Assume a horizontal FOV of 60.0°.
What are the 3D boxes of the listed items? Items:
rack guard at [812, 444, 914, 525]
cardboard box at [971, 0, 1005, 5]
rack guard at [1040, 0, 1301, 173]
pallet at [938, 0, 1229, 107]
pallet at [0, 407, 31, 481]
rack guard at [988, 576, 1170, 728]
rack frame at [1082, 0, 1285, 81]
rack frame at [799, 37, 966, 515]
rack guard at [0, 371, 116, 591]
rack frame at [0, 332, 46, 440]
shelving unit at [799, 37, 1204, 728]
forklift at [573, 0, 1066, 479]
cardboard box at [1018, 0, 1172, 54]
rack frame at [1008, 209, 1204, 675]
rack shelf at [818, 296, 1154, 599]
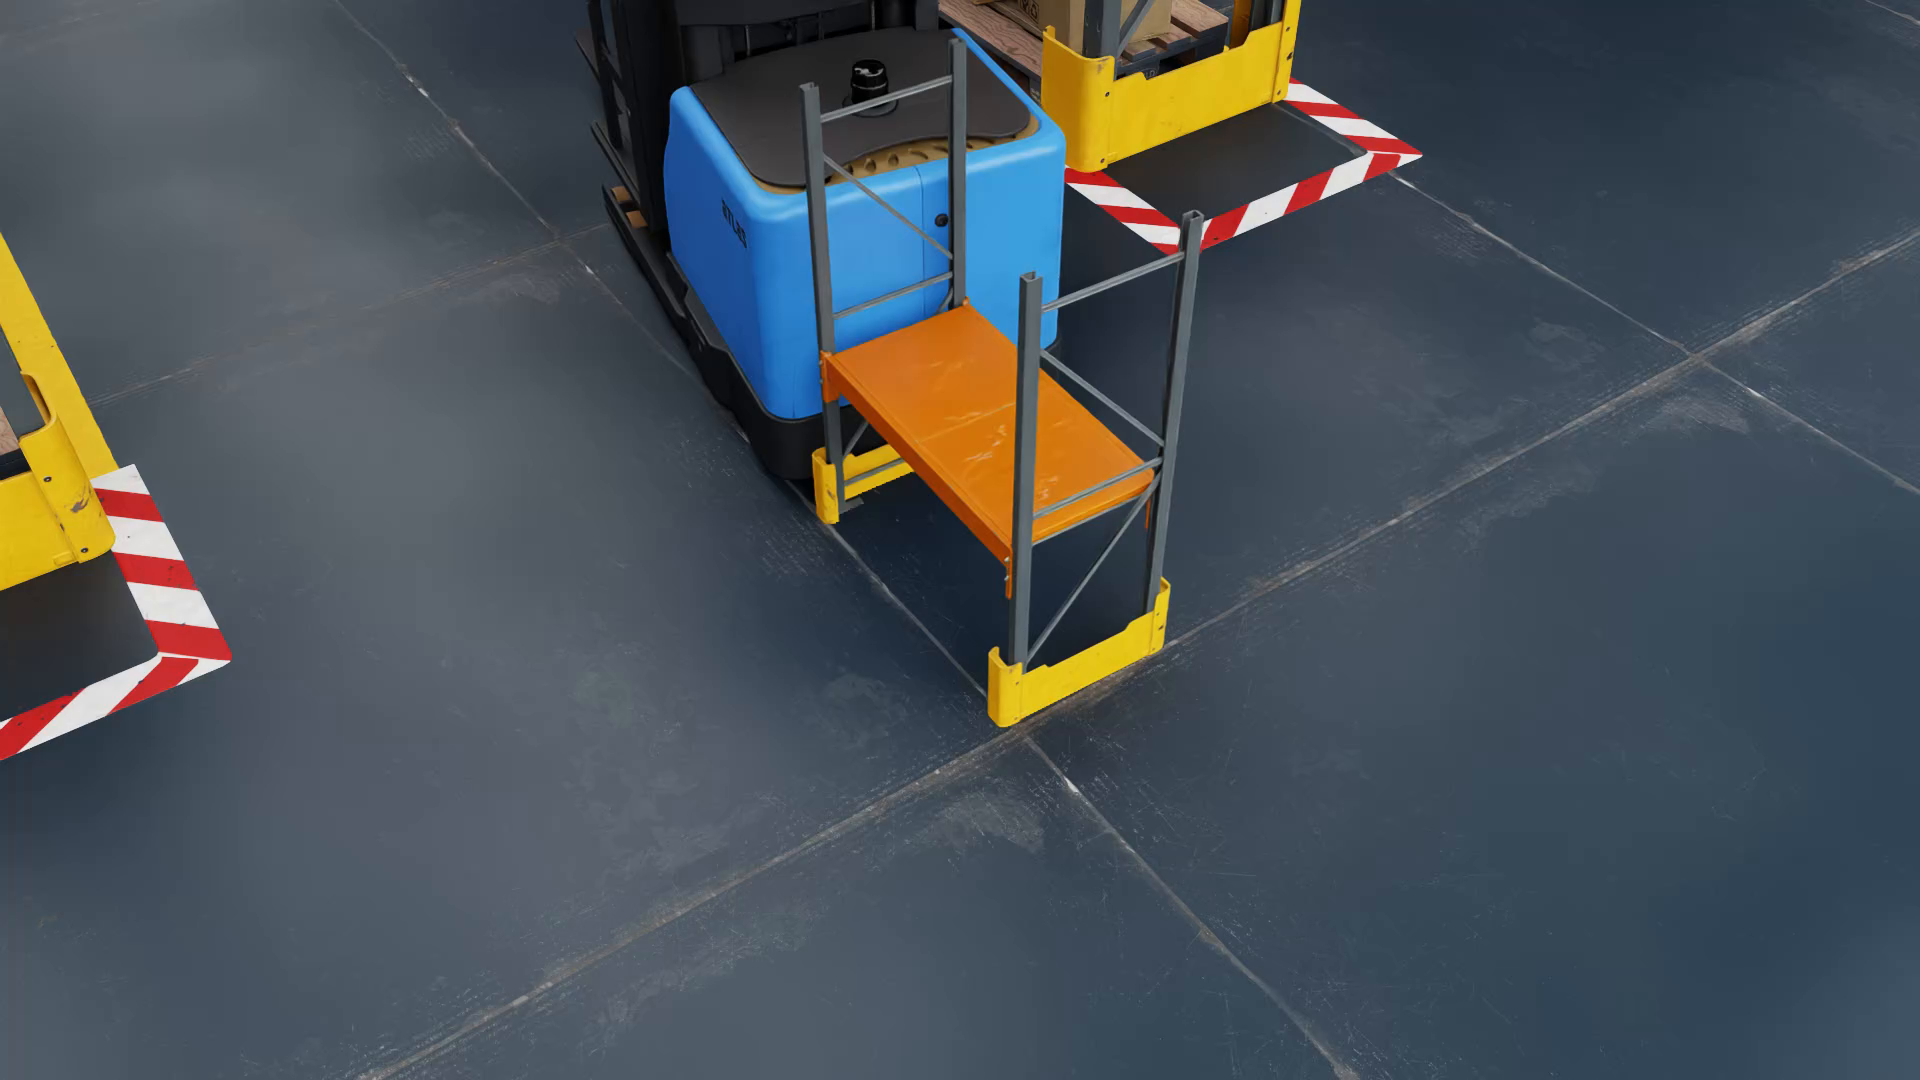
[{"bbox_3d":[-0.200,-0.266,5.348,0.587,0.250,0.087,-24,49,-23],"label":"rack guard"},{"bbox_3d":[0.215,-2.793,7.510,0.500,0.500,0.500,-14,45,-14],"label":"cardboard box"},{"bbox_3d":[0.885,-1.999,6.982,1.175,0.500,0.348,-26,49,-24],"label":"rack guard"},{"bbox_3d":[0.450,-2.369,7.579,1.003,0.211,1.213,-26,49,-24],"label":"pallet"},{"bbox_3d":[-3.676,-0.382,5.497,1.003,0.211,1.213,-26,49,-24],"label":"pallet"},{"bbox_3d":[0.340,0.312,4.742,0.587,0.250,0.087,-24,49,-23],"label":"rack guard"},{"bbox_3d":[0.929,-2.860,6.074,1.000,3.000,0.127,-26,49,-24],"label":"rack frame"},{"bbox_3d":[-0.200,-0.719,4.917,0.500,1.500,0.032,-24,49,-23],"label":"rack frame"},{"bbox_3d":[-3.216,-0.024,4.913,1.175,0.500,0.348,-26,49,-24],"label":"rack guard"},{"bbox_3d":[-3.134,-0.904,4.024,1.000,3.000,0.127,-26,49,-24],"label":"rack frame"},{"bbox_3d":[0.070,-0.429,4.614,0.587,1.500,1.083,-24,49,-23],"label":"shelving unit"},{"bbox_3d":[-0.742,-2.279,5.514,1.130,2.935,3.031,-18,46,-18],"label":"forklift"},{"bbox_3d":[0.585,-2.468,7.170,0.500,0.500,0.500,-17,46,-17],"label":"cardboard box"},{"bbox_3d":[0.350,-0.129,4.299,0.500,1.500,0.032,-24,49,-23],"label":"rack frame"},{"bbox_3d":[0.075,-0.294,4.732,0.538,0.185,1.000,-24,49,-23],"label":"rack shelf"}]
